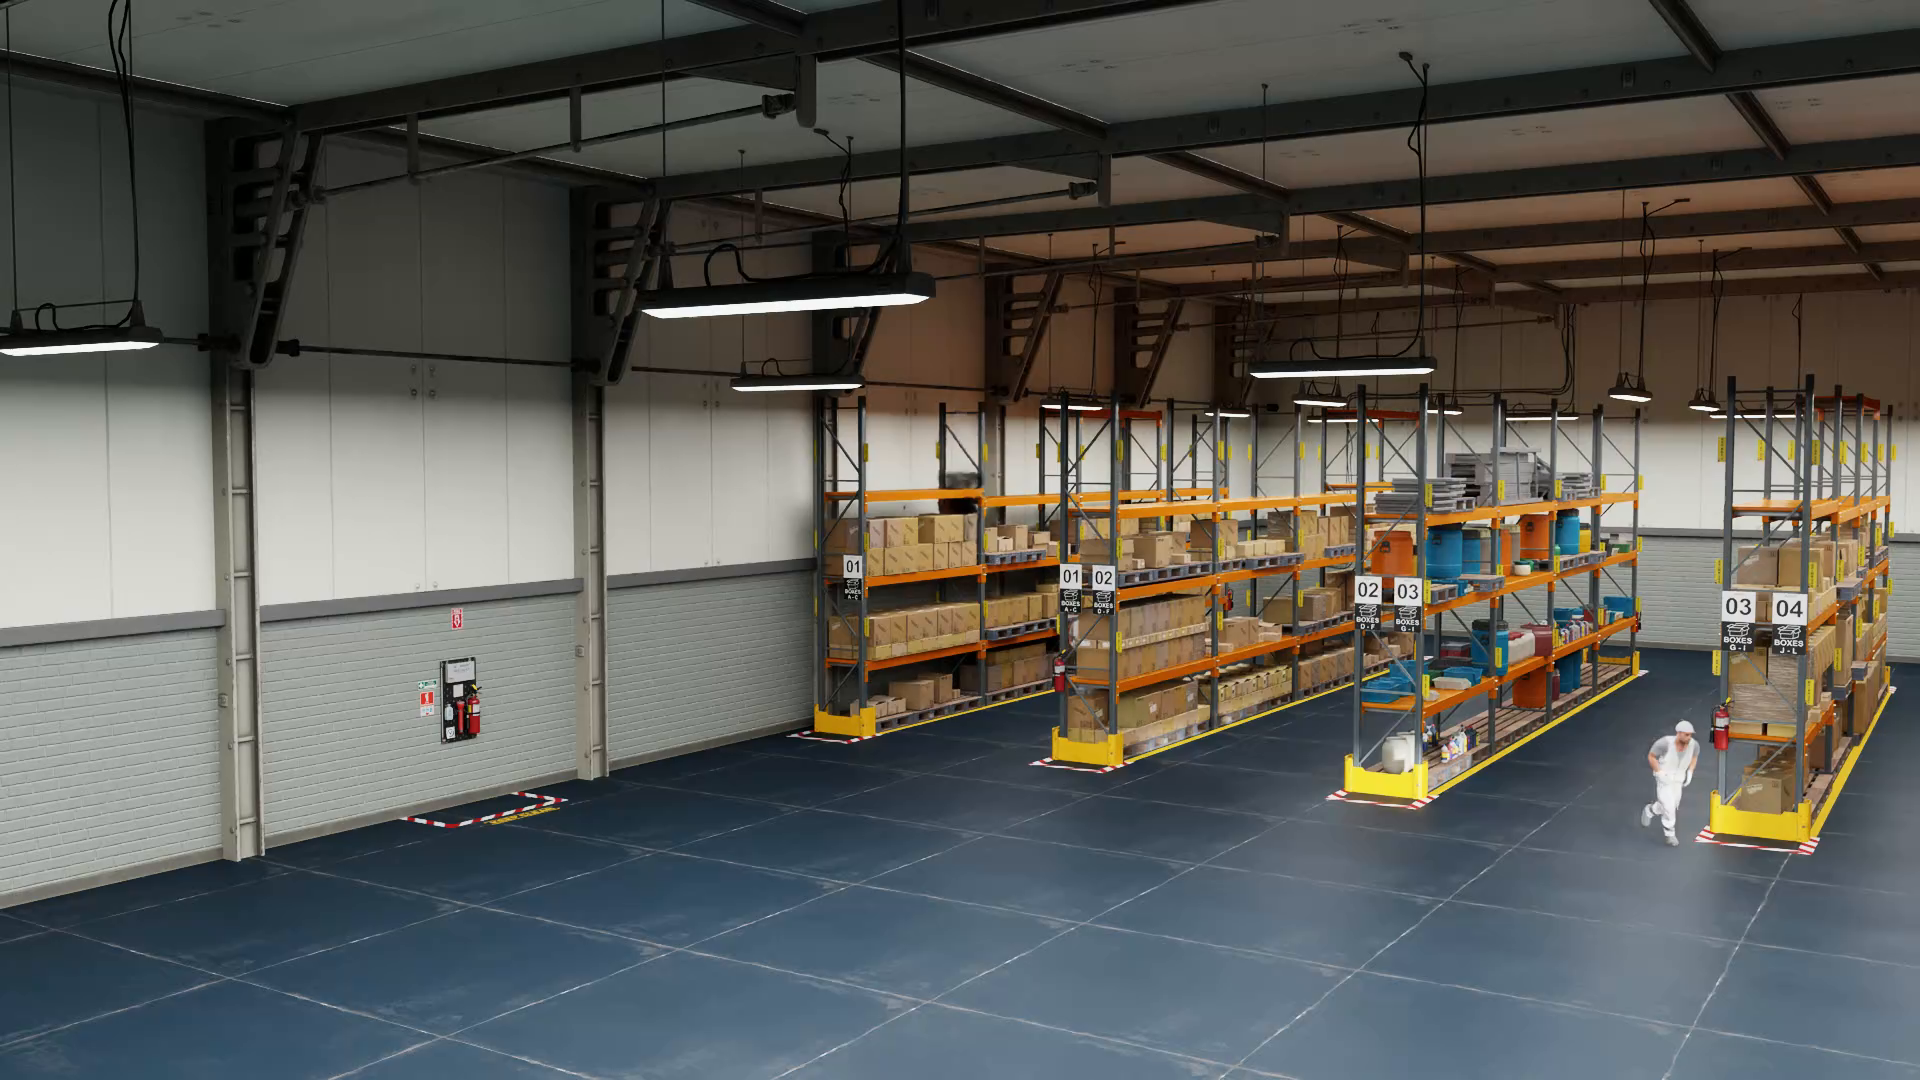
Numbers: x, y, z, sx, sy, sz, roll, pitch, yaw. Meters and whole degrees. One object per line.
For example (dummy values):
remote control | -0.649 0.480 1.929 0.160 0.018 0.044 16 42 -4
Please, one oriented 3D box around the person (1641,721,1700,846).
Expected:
person | 9.133 3.082 21.410 0.659 1.625 1.030 0 3 -5

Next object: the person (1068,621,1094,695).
person | 2.362 2.176 31.655 0.708 1.801 0.958 1 3 25
